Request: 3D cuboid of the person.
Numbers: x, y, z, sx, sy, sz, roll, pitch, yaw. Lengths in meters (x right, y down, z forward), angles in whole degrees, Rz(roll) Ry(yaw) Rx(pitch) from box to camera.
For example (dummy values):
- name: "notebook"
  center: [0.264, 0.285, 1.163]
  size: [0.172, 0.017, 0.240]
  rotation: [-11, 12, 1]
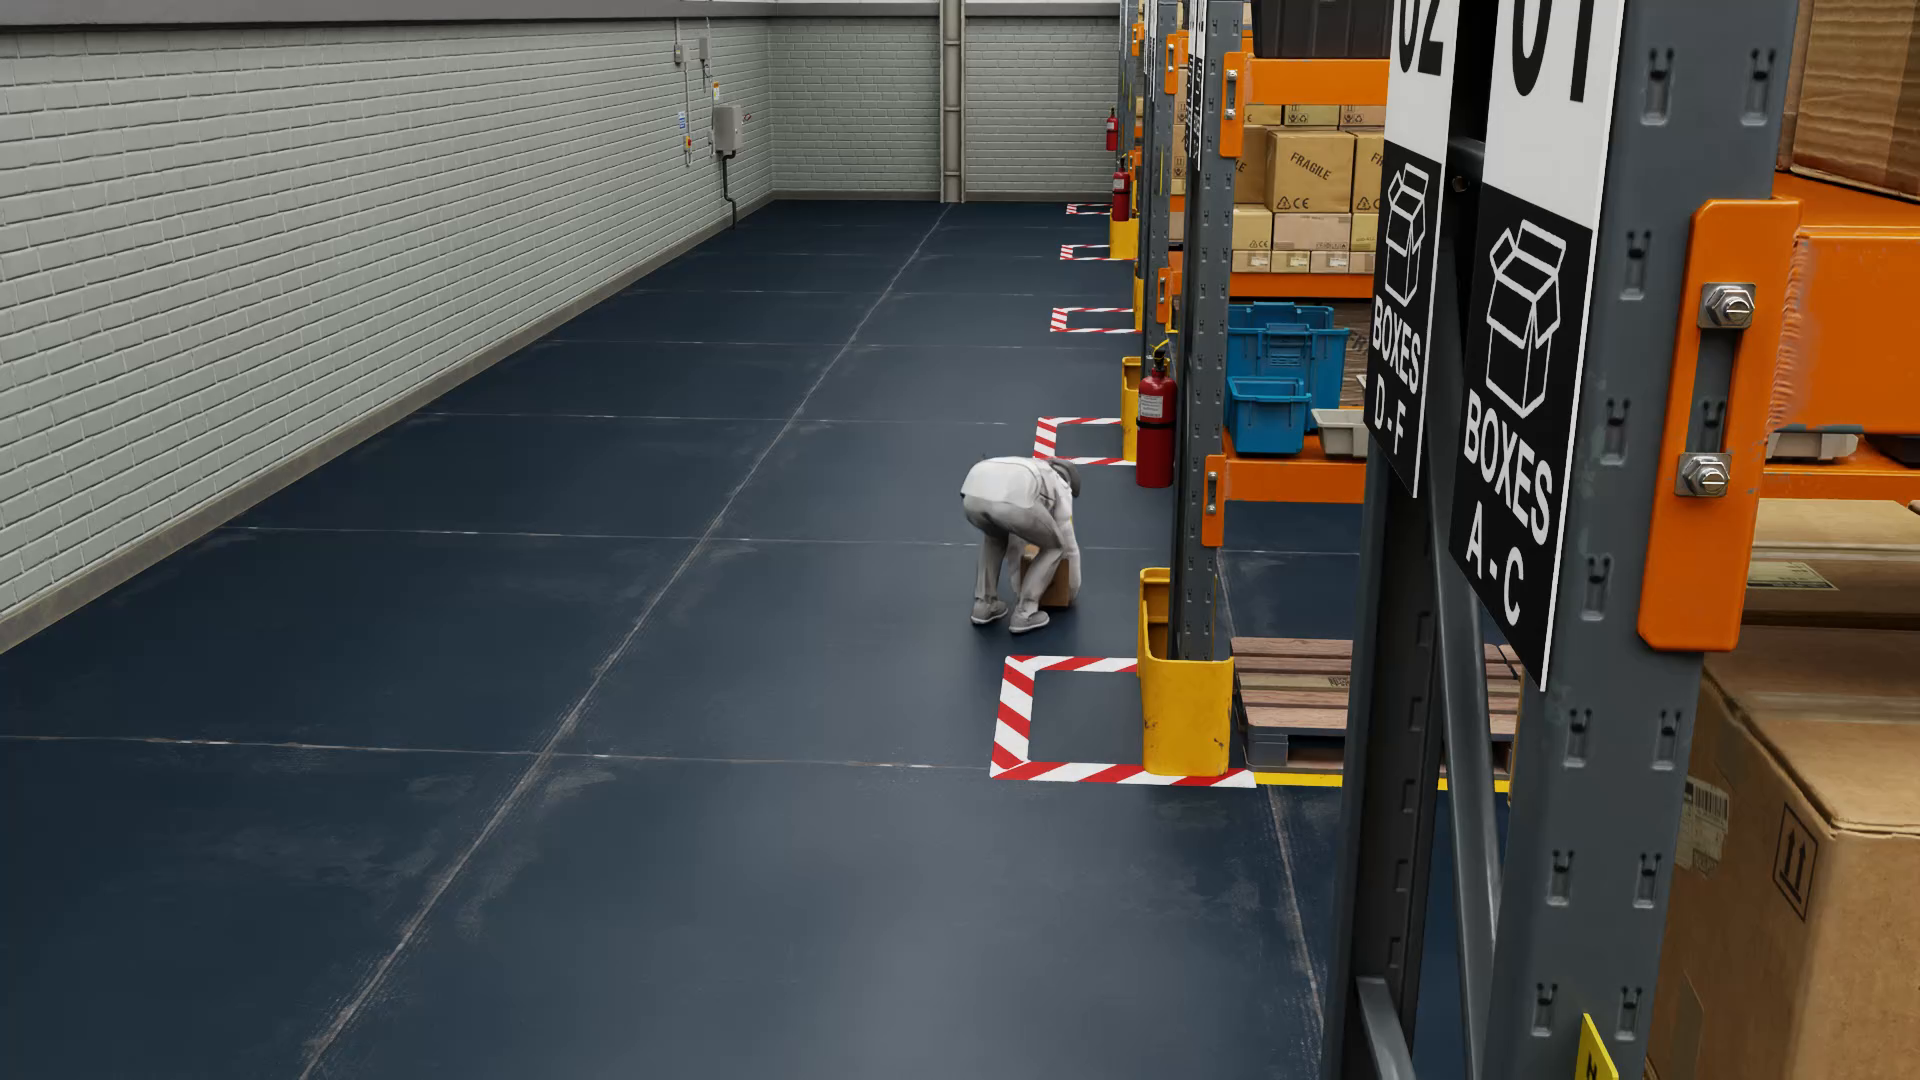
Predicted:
- name: "person"
  center: [0.338, -0.037, 8.458]
  size: [0.463, 0.883, 0.877]
  rotation: [11, 21, 30]
